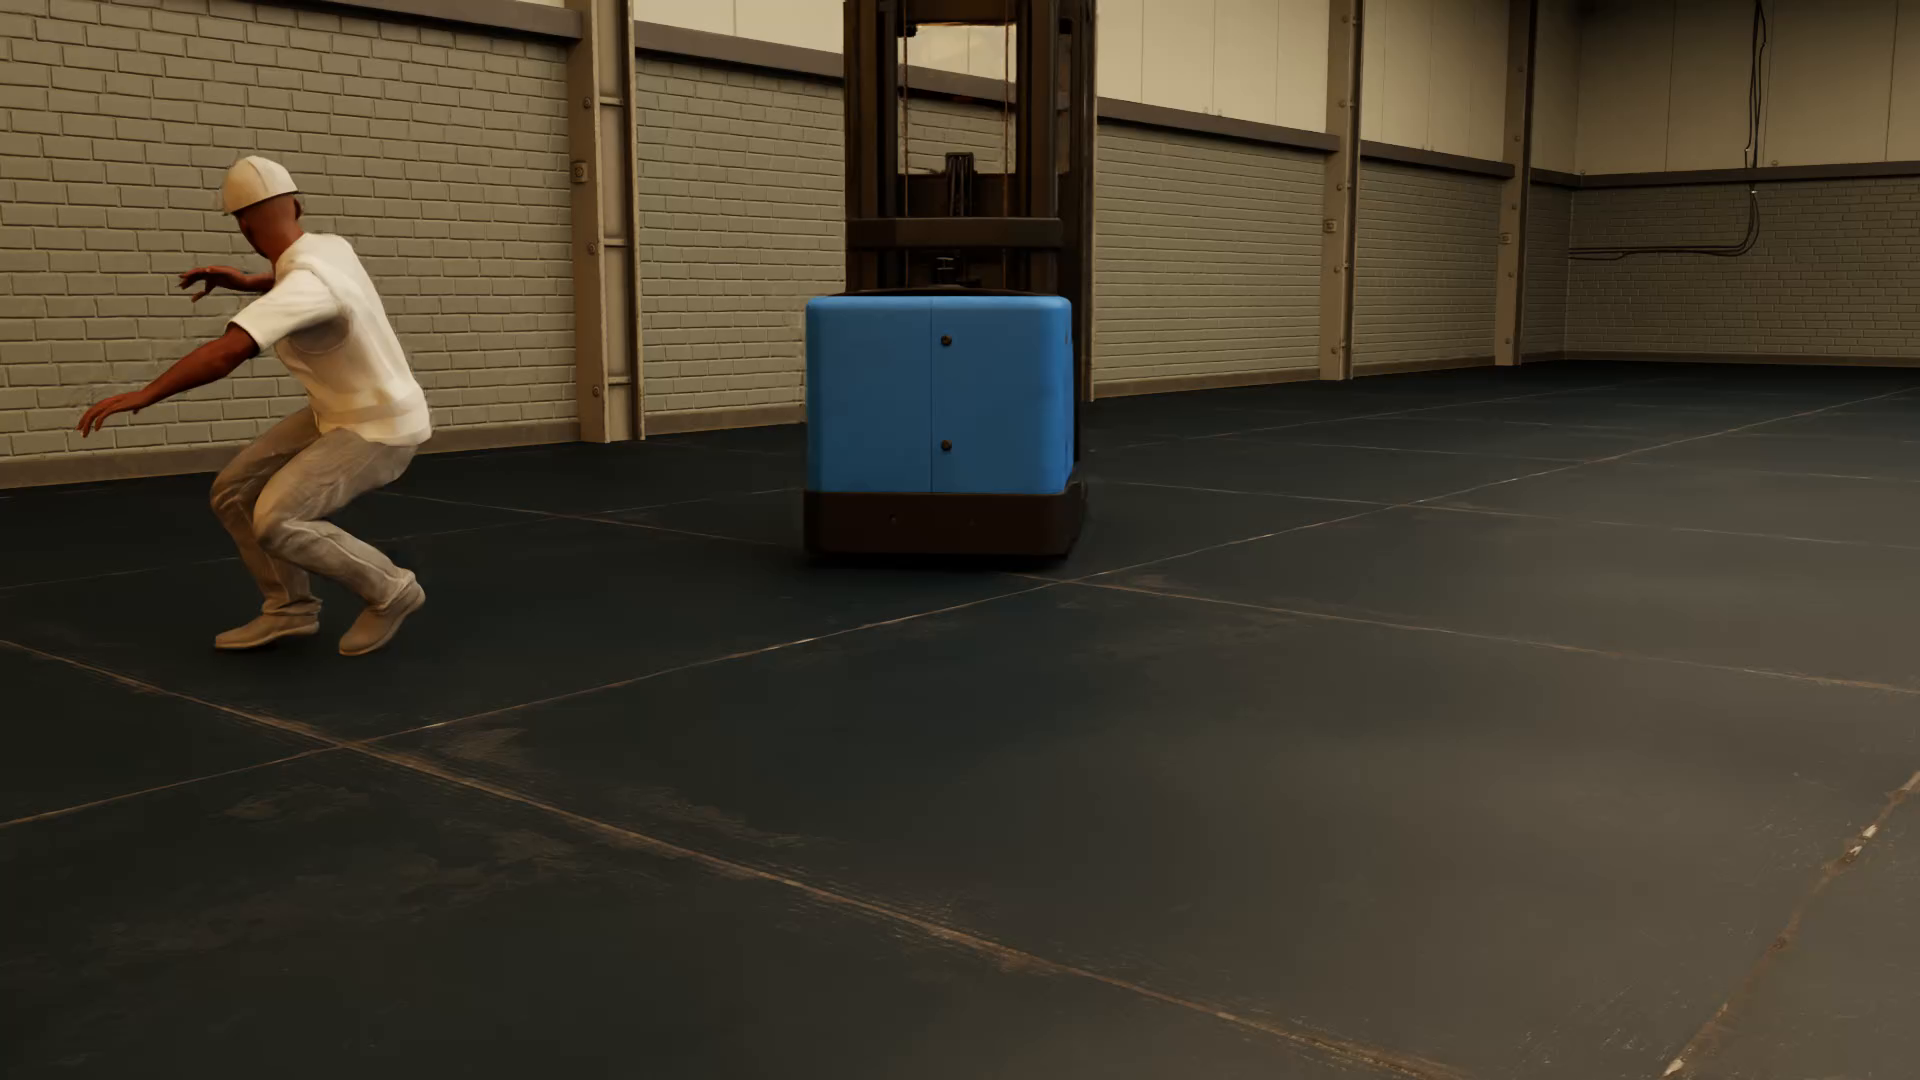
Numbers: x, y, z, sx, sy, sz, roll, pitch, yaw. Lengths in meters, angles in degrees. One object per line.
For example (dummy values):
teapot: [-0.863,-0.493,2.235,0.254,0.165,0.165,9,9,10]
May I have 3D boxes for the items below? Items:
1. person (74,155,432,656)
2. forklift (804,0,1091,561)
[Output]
person: [-2.096,-0.378,4.919,0.992,1.479,0.837,-6,10,-33]
forklift: [0.047,-1.542,7.817,1.130,2.935,3.031,1,8,6]
